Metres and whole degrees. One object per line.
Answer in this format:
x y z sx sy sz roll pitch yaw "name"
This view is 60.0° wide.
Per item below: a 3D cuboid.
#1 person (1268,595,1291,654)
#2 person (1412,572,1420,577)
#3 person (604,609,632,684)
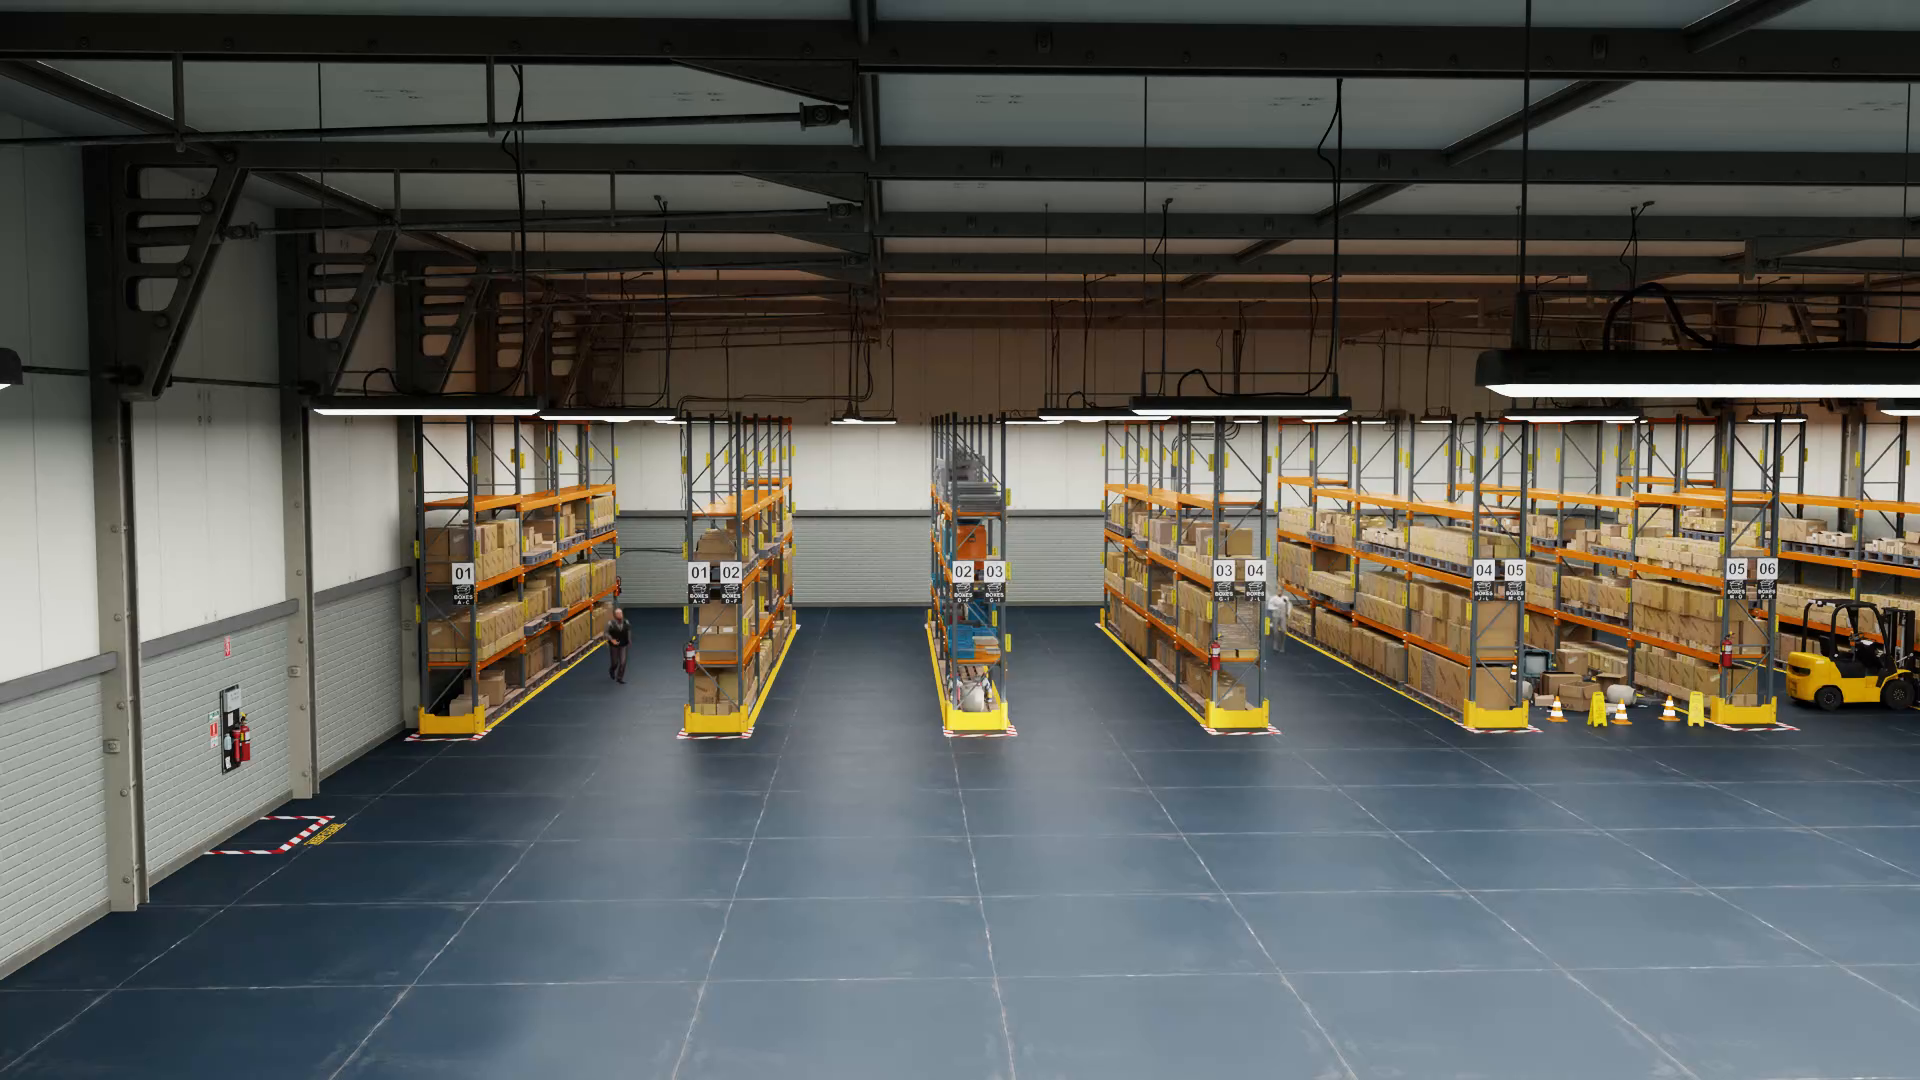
8.113 2.126 42.233 0.595 1.504 0.830 0 4 5 "person"
13.432 1.544 49.021 0.625 1.699 0.446 -1 4 -10 "person"
-7.662 2.368 37.211 0.654 1.675 0.758 -2 4 -24 "person"
